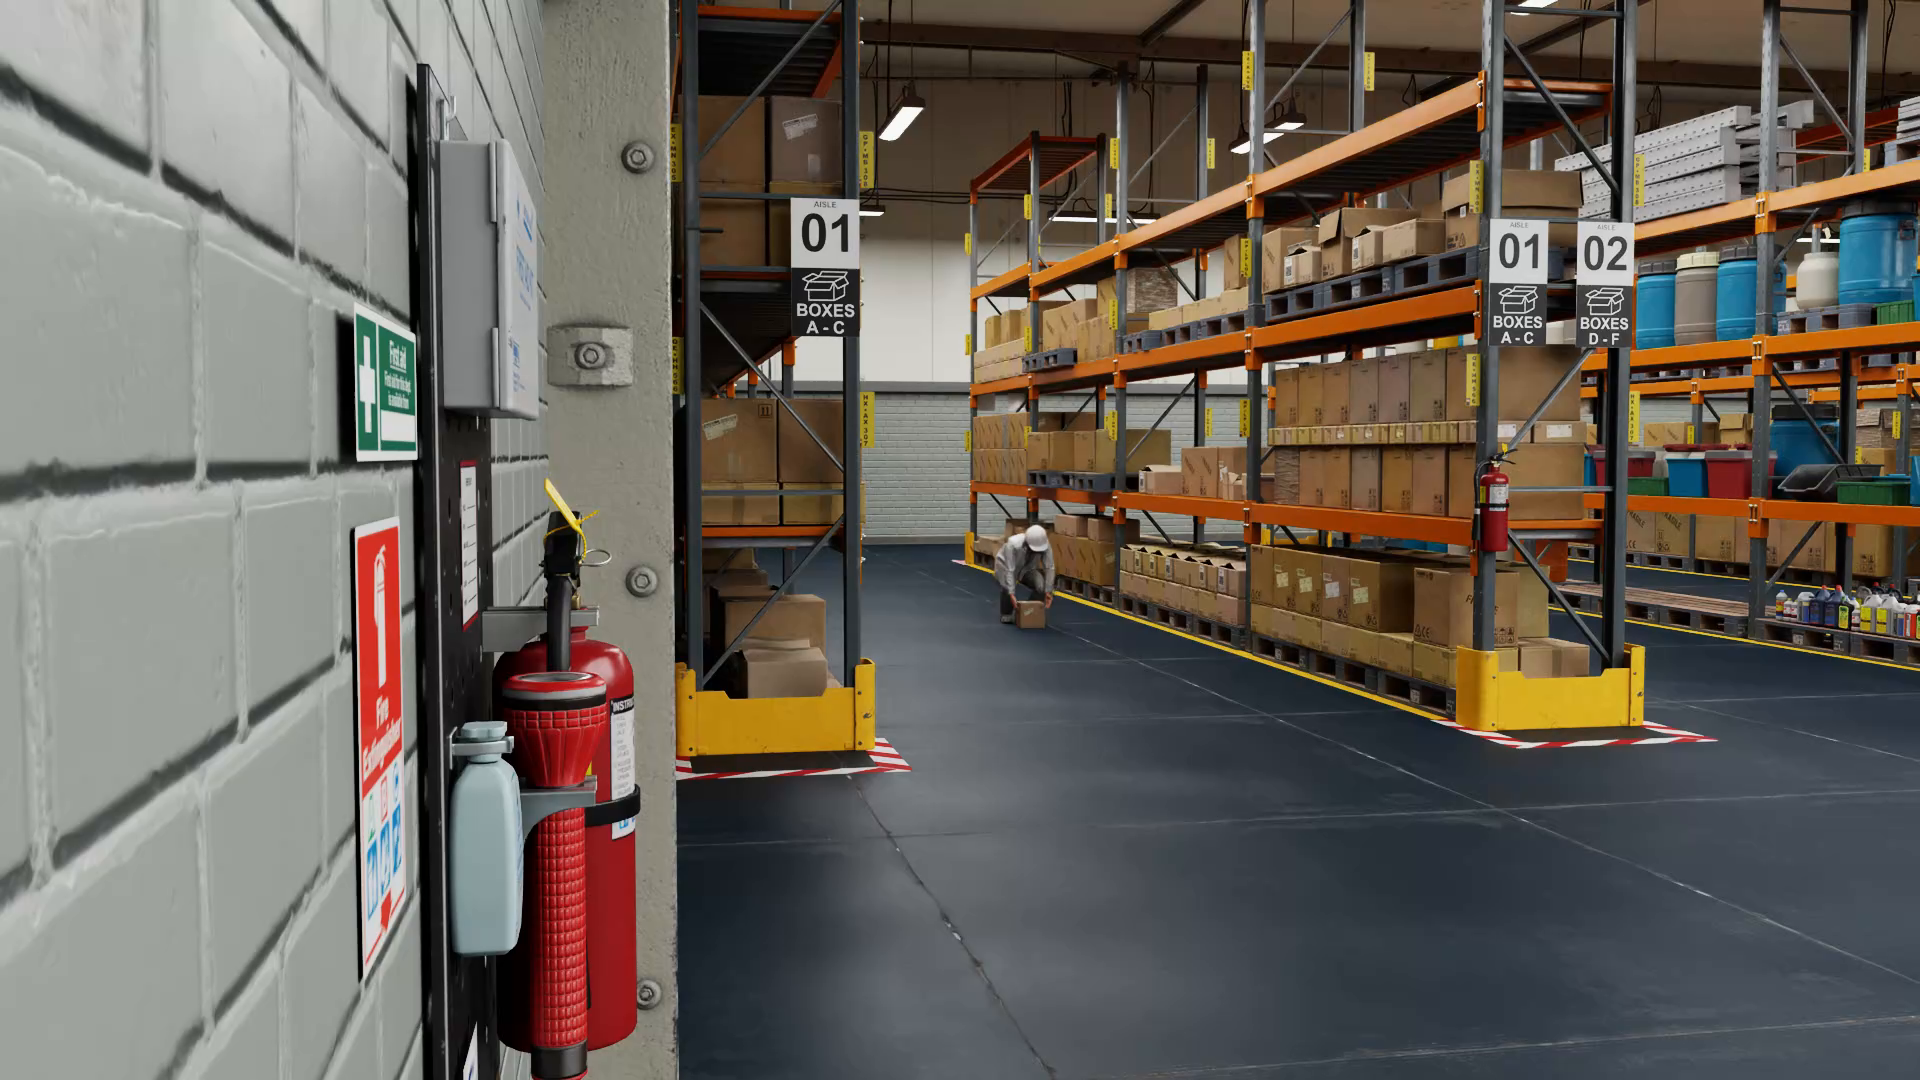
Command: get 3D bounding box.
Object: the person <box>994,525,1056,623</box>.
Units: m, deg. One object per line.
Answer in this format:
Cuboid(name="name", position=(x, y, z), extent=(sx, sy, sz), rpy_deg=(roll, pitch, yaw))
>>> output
Cuboid(name="person", position=(0.668, 0.343, 16.982), extent=(0.546, 1.026, 0.897), rpy_deg=(-1, 3, -12))
